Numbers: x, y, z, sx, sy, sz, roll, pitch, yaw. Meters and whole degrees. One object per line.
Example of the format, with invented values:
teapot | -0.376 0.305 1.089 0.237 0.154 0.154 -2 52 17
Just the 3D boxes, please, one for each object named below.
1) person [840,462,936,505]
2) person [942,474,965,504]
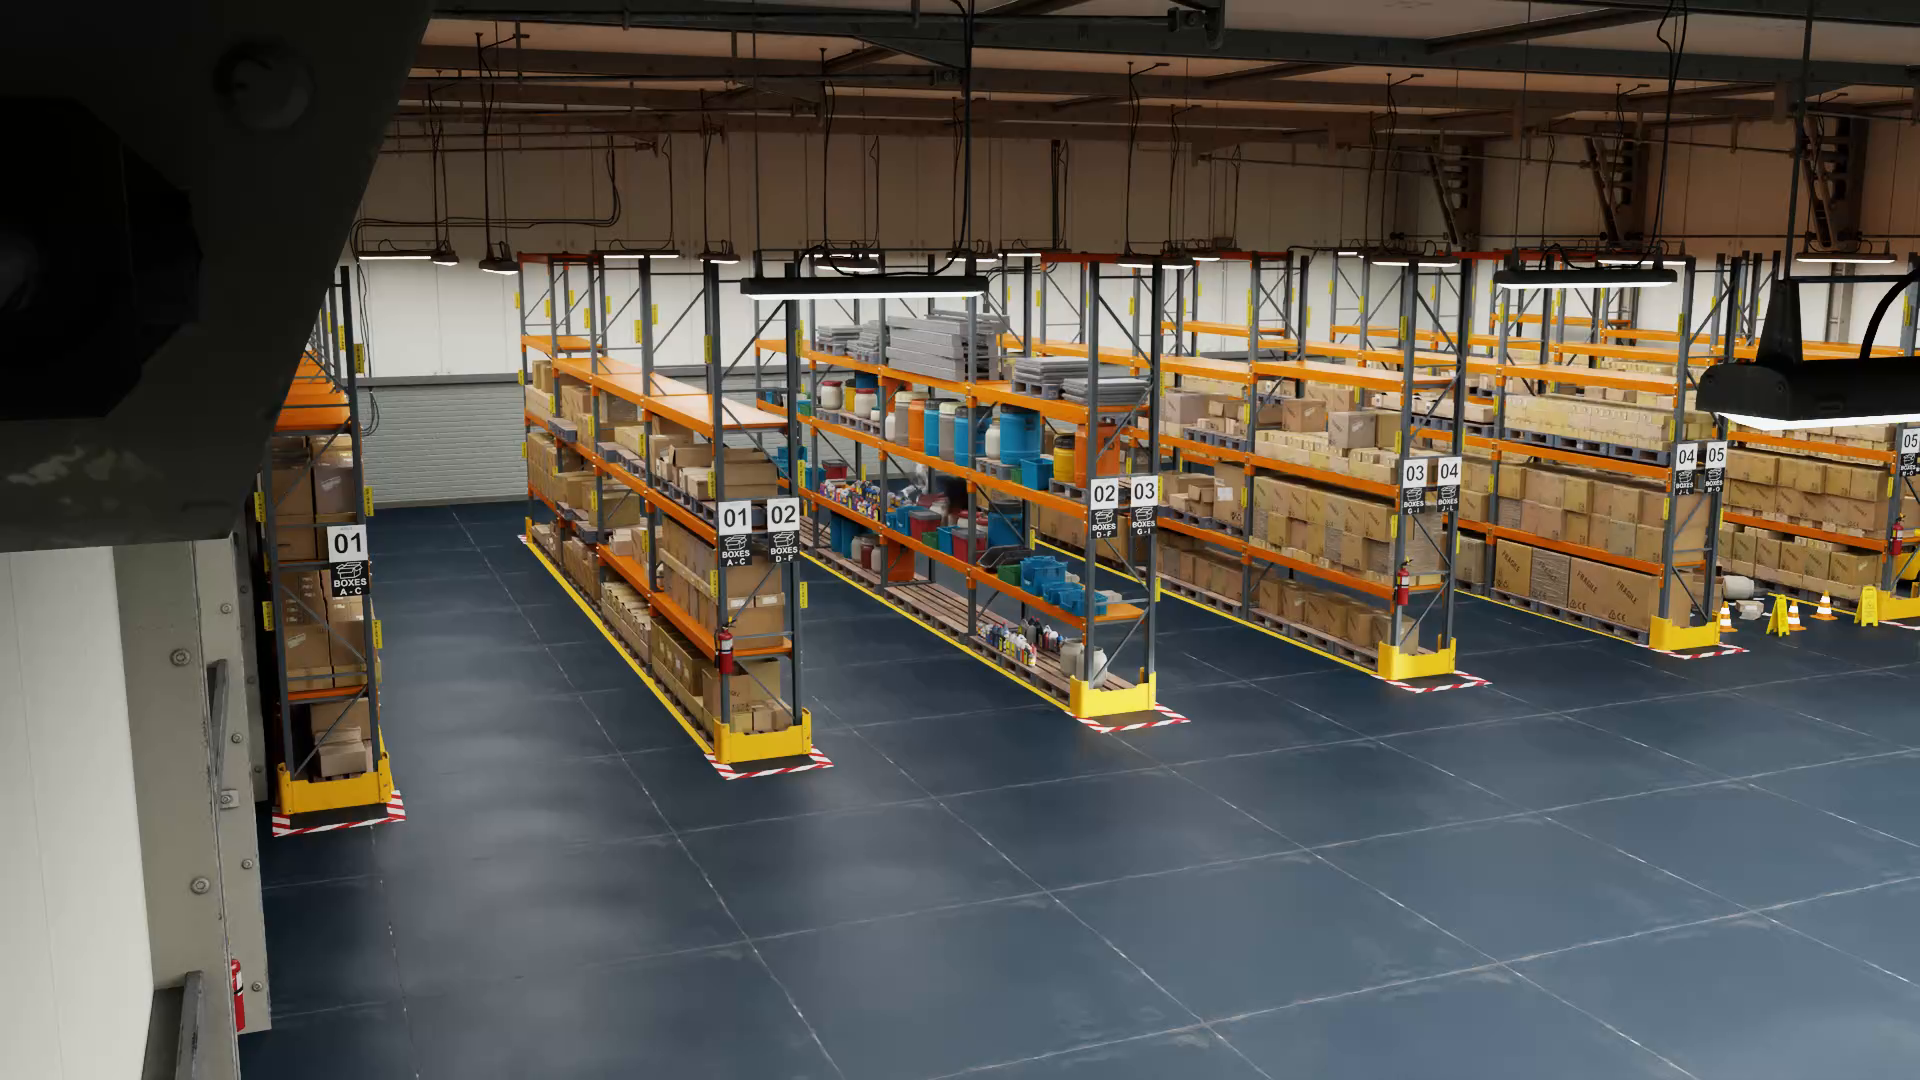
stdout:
person | -1.410 -0.917 35.745 2.642 1.587 8.383 -1 10 -6
person | -0.138 -1.669 39.609 0.609 1.656 0.611 -1 10 -7
